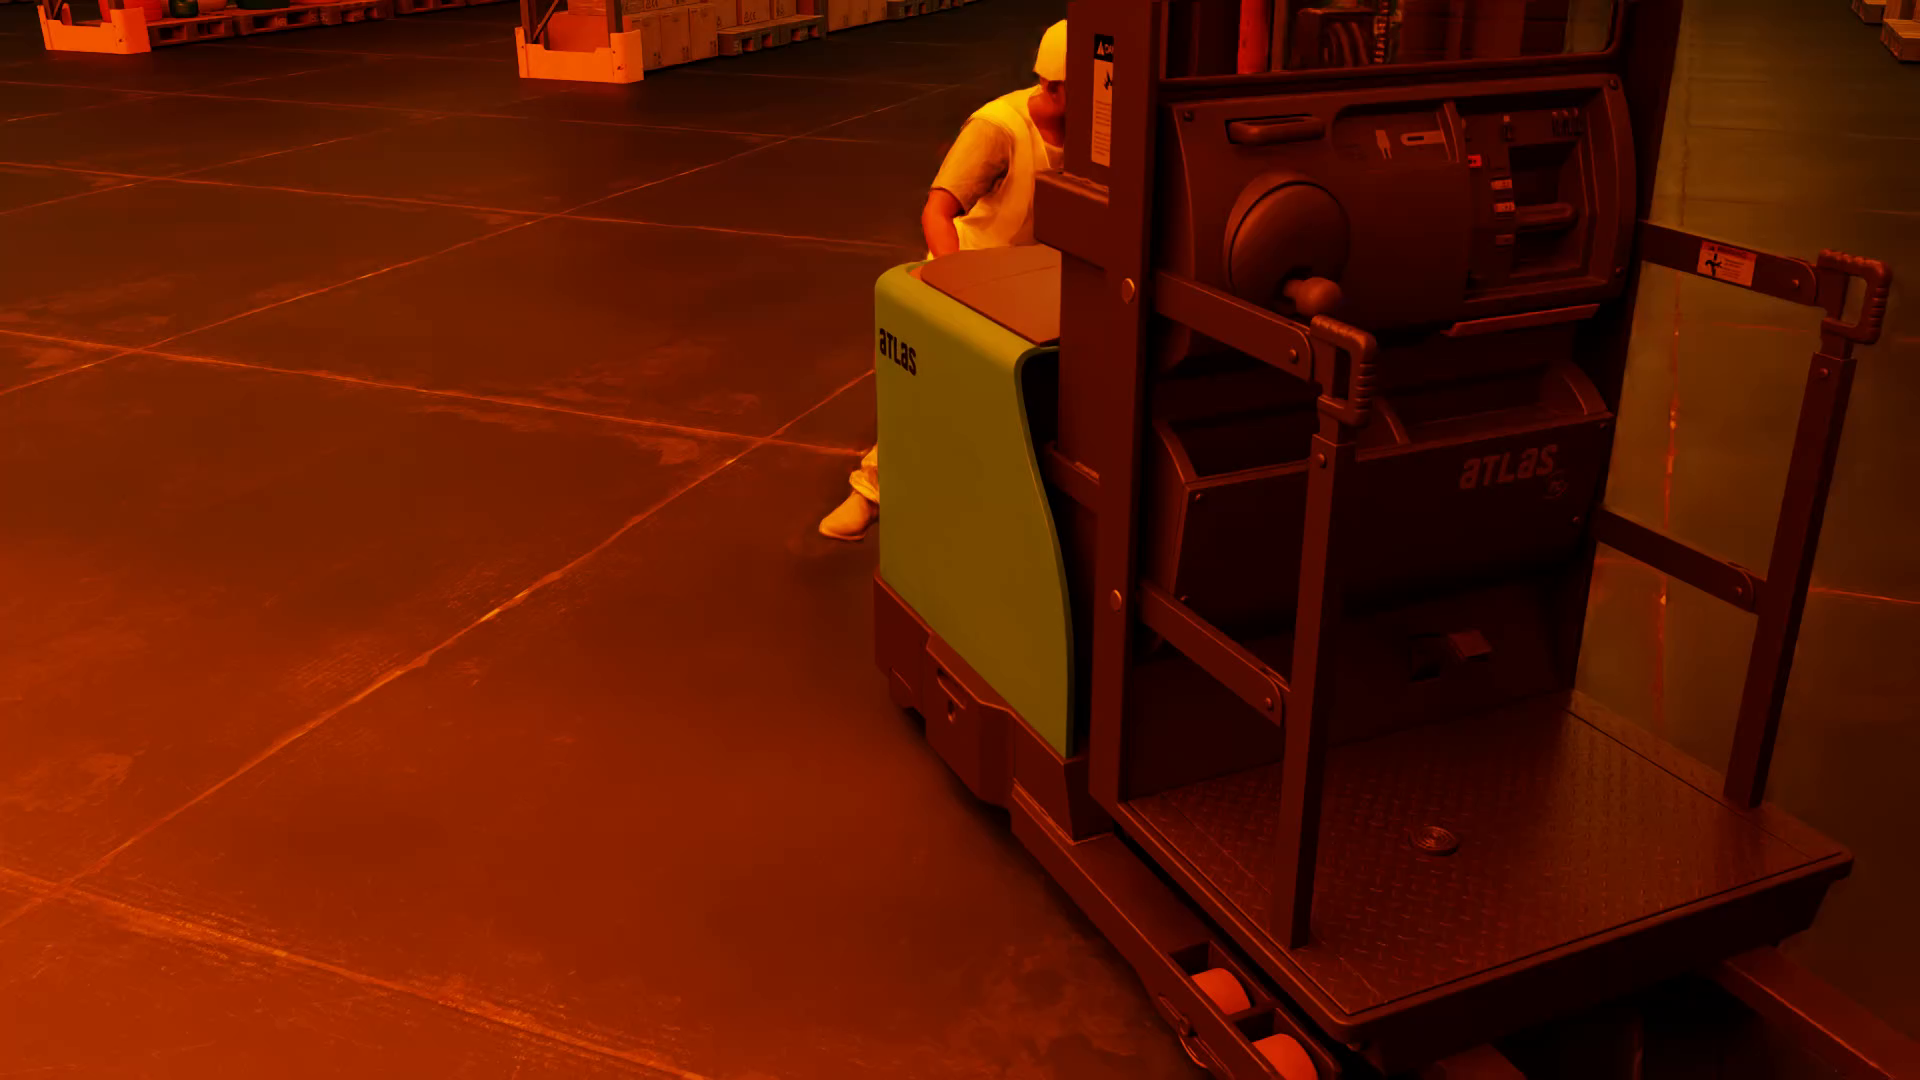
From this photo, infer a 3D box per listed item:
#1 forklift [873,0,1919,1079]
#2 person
[{"bbox_3d":[0.860,-0.558,2.628,1.130,2.935,3.031,-10,25,-23],"label":"forklift"},{"bbox_3d":[0.179,-0.710,4.850,1.308,1.530,0.931,-17,28,-36],"label":"person"}]
